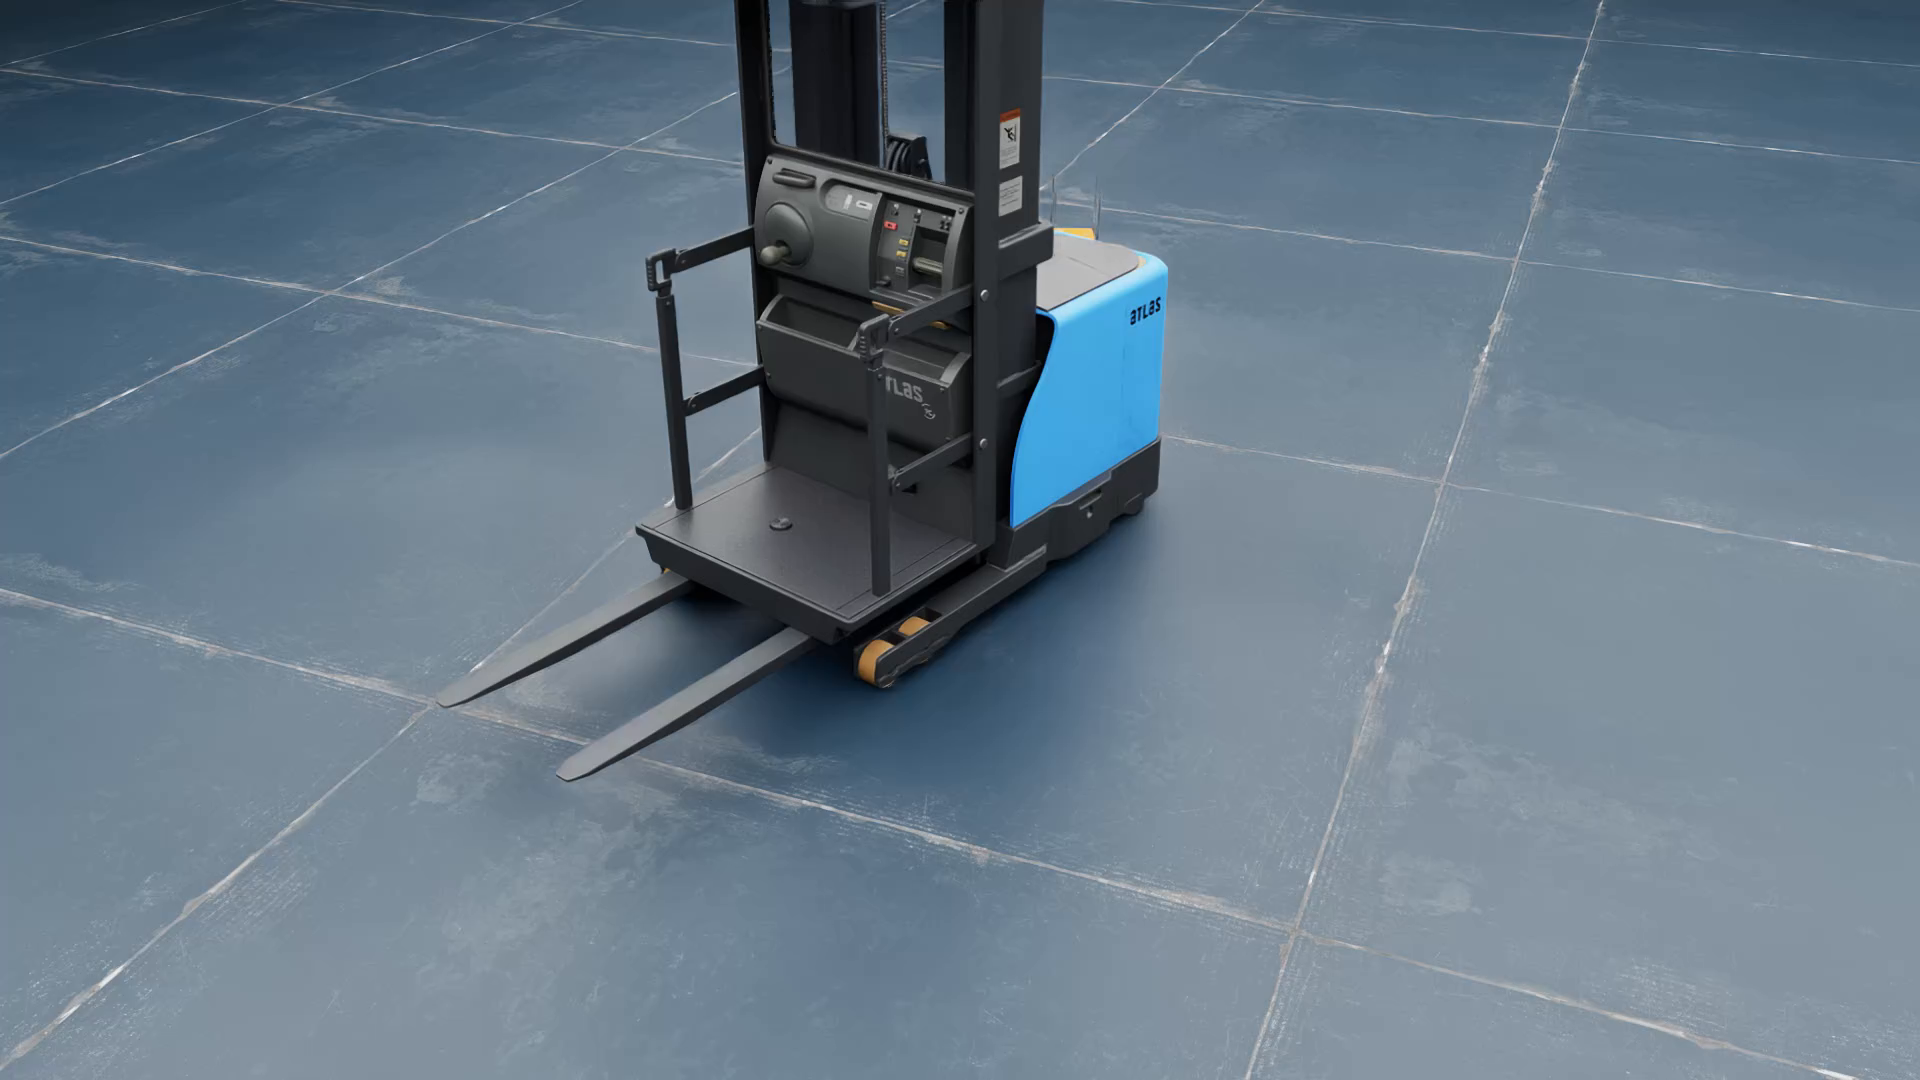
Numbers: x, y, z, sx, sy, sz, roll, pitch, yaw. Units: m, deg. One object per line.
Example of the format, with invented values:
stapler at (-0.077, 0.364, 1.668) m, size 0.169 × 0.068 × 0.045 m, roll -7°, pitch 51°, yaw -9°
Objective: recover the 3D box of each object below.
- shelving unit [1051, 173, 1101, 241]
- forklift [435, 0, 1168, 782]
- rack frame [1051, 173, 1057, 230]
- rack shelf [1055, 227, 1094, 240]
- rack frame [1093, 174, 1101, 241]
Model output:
shelving unit at (0.476, -0.973, 7.247) m, size 0.189 × 1.200 × 0.258 m, roll 1°, pitch 30°, yaw 0°
forklift at (-0.485, -1.036, 5.604) m, size 1.130 × 2.935 × 3.031 m, roll 22°, pitch 36°, yaw 33°
rack frame at (0.384, -0.975, 7.246) m, size 0.006 × 1.200 × 0.240 m, roll 1°, pitch 30°, yaw 0°
rack shelf at (0.482, -1.247, 7.089) m, size 0.180 × 0.103 × 0.258 m, roll 1°, pitch 30°, yaw 0°
rack frame at (0.567, -0.972, 7.247) m, size 0.006 × 1.200 × 0.240 m, roll 1°, pitch 30°, yaw 0°
